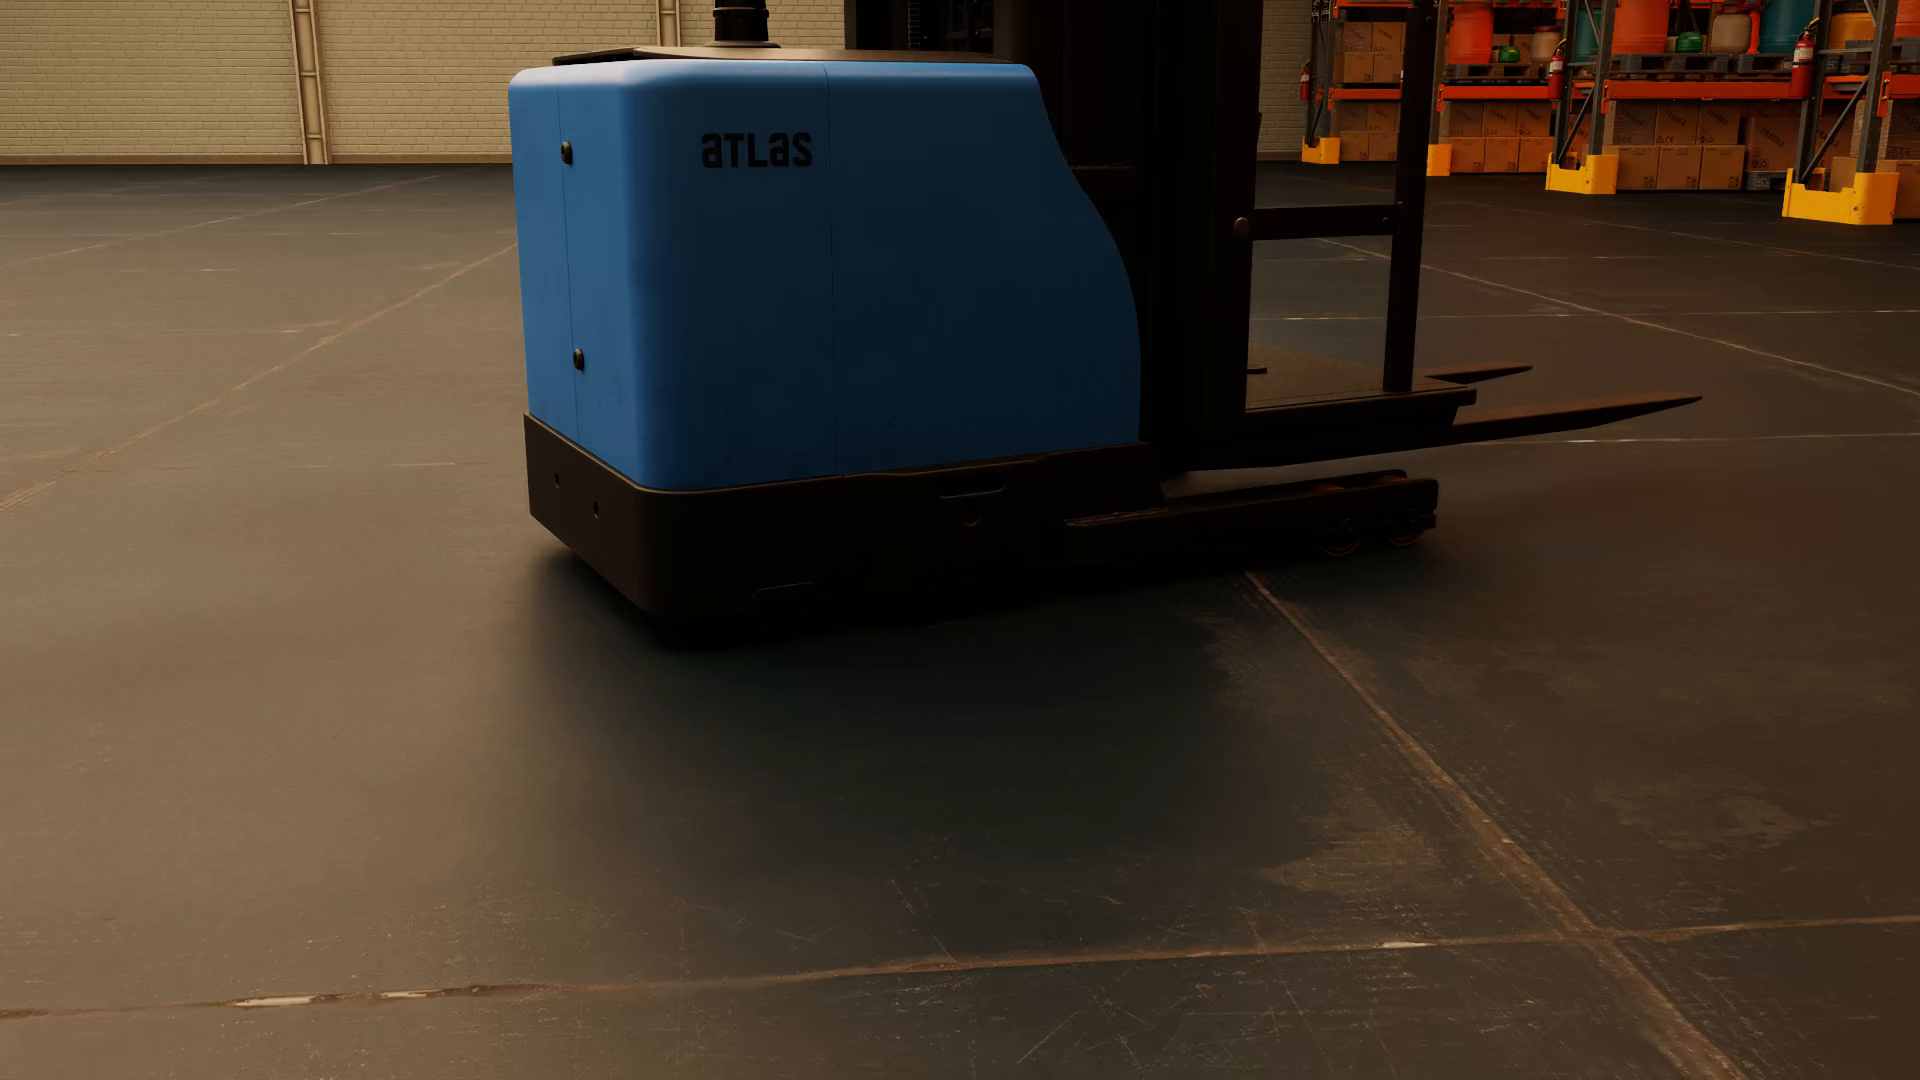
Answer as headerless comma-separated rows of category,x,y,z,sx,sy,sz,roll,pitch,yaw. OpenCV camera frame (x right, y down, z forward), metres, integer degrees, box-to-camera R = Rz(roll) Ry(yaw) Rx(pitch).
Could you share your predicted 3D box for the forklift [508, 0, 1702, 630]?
forklift,0.538,-1.490,3.837,3.031,2.935,1.130,-8,17,-27
